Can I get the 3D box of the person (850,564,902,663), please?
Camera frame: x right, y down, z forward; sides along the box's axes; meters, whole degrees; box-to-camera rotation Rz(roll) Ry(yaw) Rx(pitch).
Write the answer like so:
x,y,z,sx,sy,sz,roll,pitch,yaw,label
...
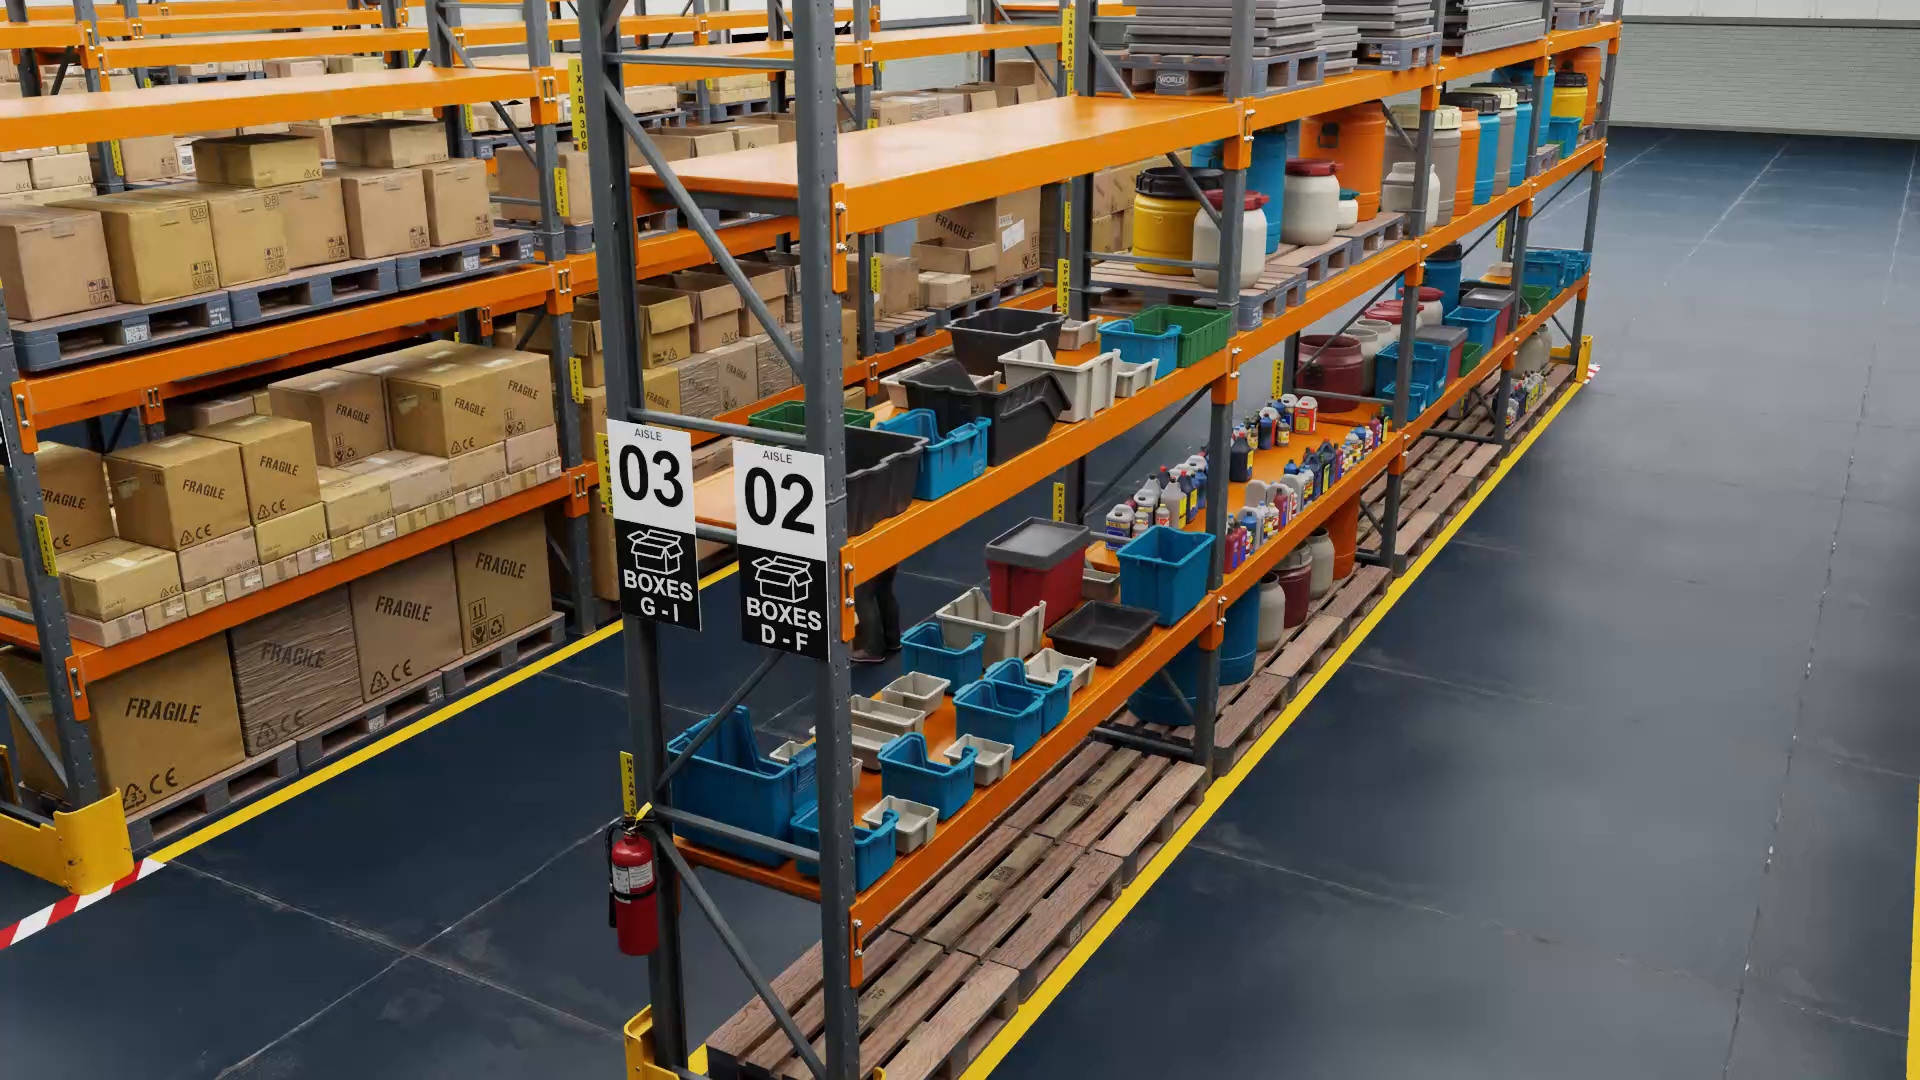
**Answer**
x,y,z,sx,sy,sz,roll,pitch,yaw,label
-0.620,0.071,11.898,0.346,1.641,0.529,10,22,25,person
